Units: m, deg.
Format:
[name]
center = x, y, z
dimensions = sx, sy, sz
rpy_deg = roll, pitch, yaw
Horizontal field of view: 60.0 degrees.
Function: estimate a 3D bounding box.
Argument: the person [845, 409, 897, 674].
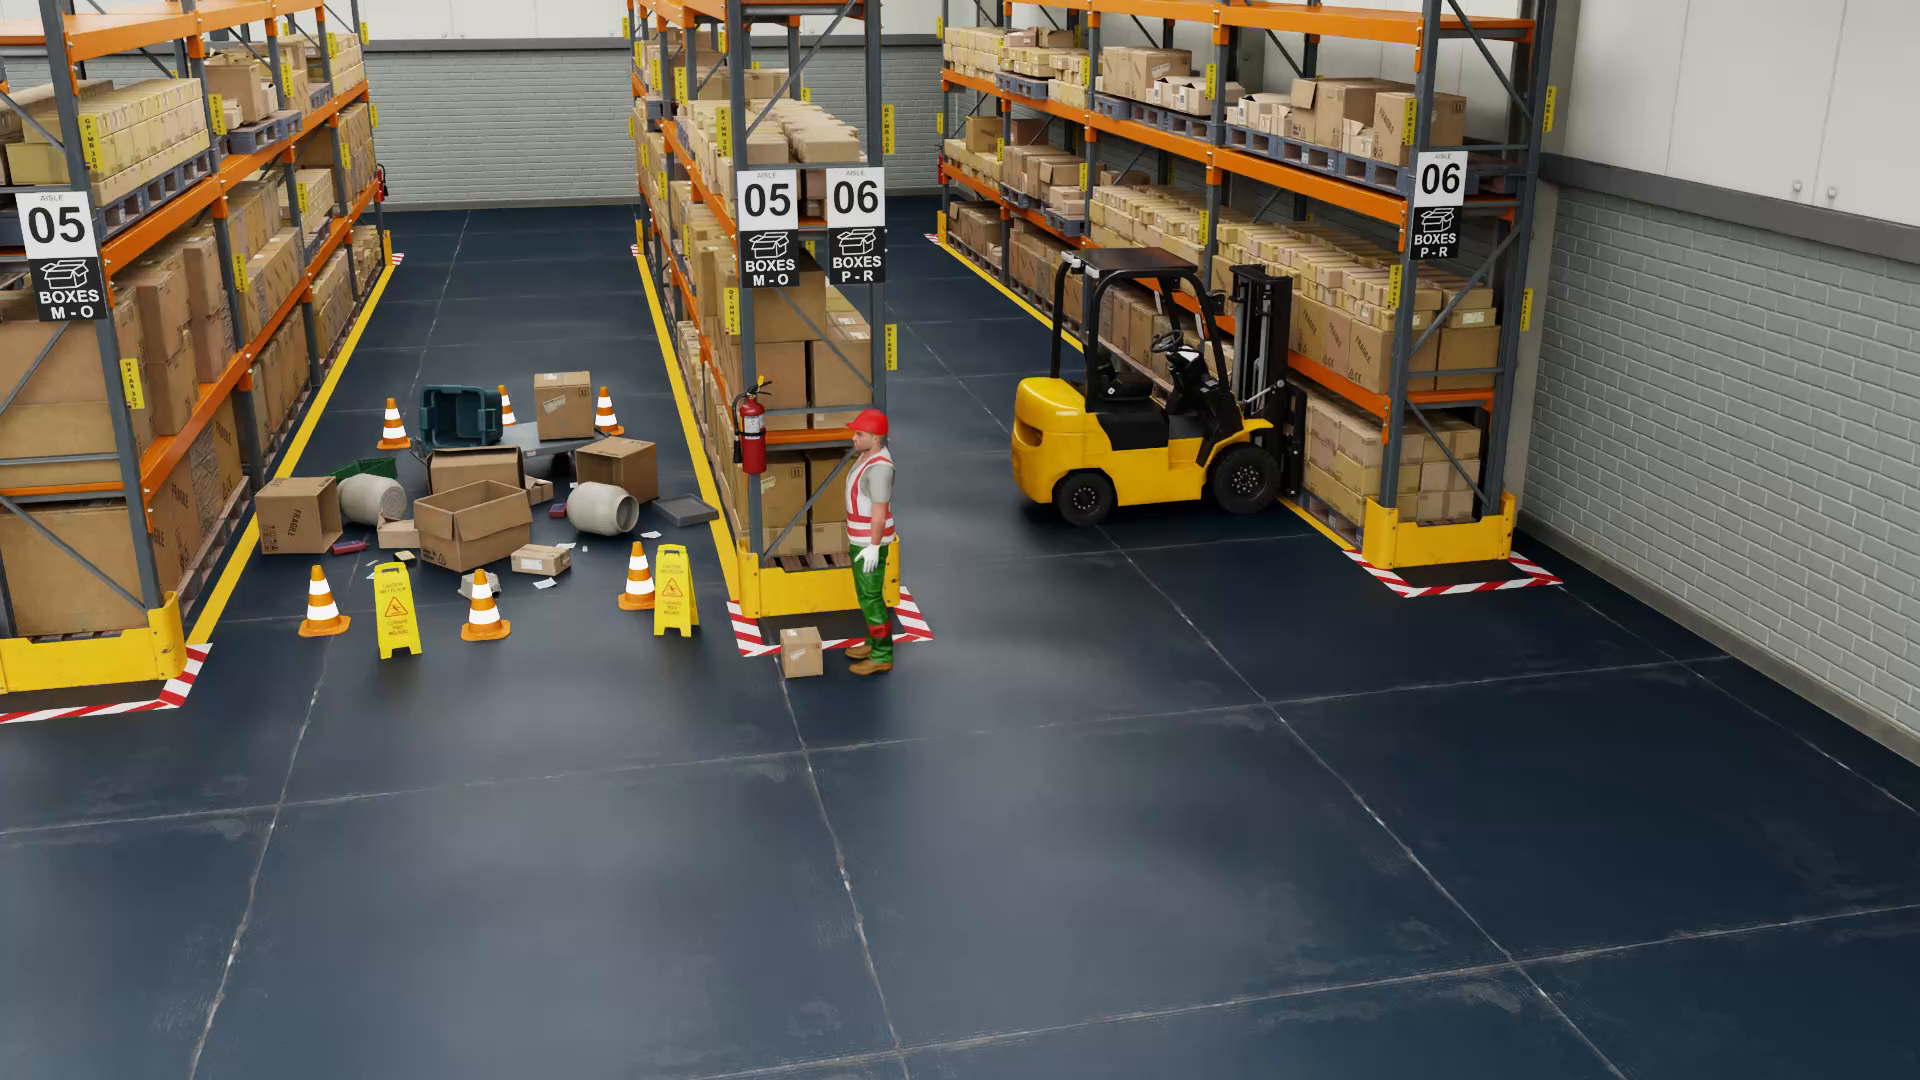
[person]
center = -0.602, 0.000, 11.035
dimensions = 0.344, 1.787, 0.523
rpy_deg = -4, 20, -11
